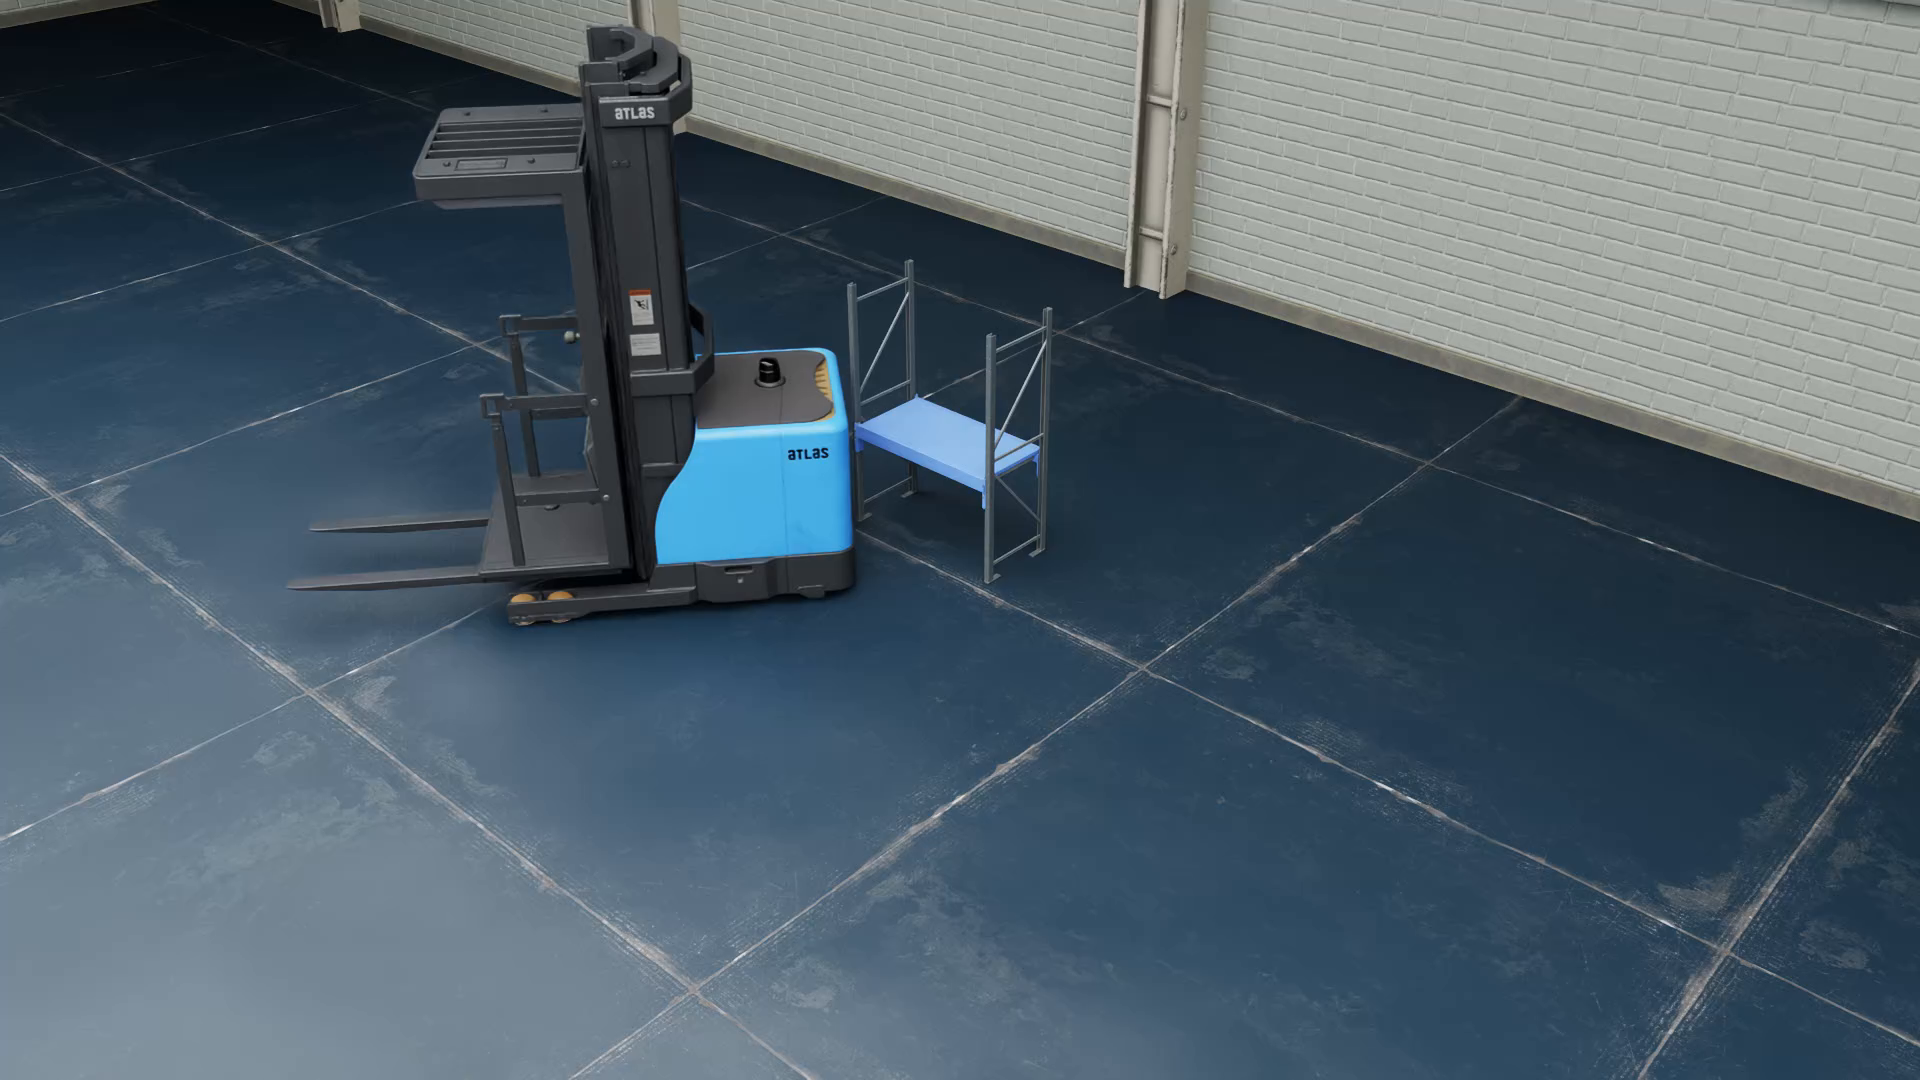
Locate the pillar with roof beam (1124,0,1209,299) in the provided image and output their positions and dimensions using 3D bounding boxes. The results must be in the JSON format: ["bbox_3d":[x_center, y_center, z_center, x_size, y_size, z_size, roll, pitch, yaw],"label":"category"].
[{"bbox_3d":[-1.364,-4.183,7.918,0.400,9.000,9.100,25,39,35],"label":"pillar with roof beam"}]

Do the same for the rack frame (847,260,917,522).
[{"bbox_3d":[-0.440,-0.848,9.649,0.032,1.500,0.500,25,39,35],"label":"rack frame"}]

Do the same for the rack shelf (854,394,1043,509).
[{"bbox_3d":[-0.063,-0.518,9.449,1.000,0.185,0.538,25,39,35],"label":"rack shelf"}]

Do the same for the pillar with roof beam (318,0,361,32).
[{"bbox_3d":[-10.261,-8.336,14.817,0.400,9.000,9.100,25,39,35],"label":"pillar with roof beam"}]

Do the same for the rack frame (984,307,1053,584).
[{"bbox_3d":[0.314,-0.496,9.064,0.032,1.500,0.500,25,39,35],"label":"rack frame"}]

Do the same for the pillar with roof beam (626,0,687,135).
[{"bbox_3d":[-5.812,-6.260,11.368,0.400,9.000,9.100,25,39,35],"label":"pillar with roof beam"}]

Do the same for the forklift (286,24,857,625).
[{"bbox_3d":[-2.131,-1.088,8.660,3.031,2.935,1.130,-4,31,-7],"label":"forklift"}]

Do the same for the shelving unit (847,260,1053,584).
[{"bbox_3d":[-0.063,-0.672,9.357,1.048,1.500,0.538,25,39,35],"label":"shelving unit"}]
